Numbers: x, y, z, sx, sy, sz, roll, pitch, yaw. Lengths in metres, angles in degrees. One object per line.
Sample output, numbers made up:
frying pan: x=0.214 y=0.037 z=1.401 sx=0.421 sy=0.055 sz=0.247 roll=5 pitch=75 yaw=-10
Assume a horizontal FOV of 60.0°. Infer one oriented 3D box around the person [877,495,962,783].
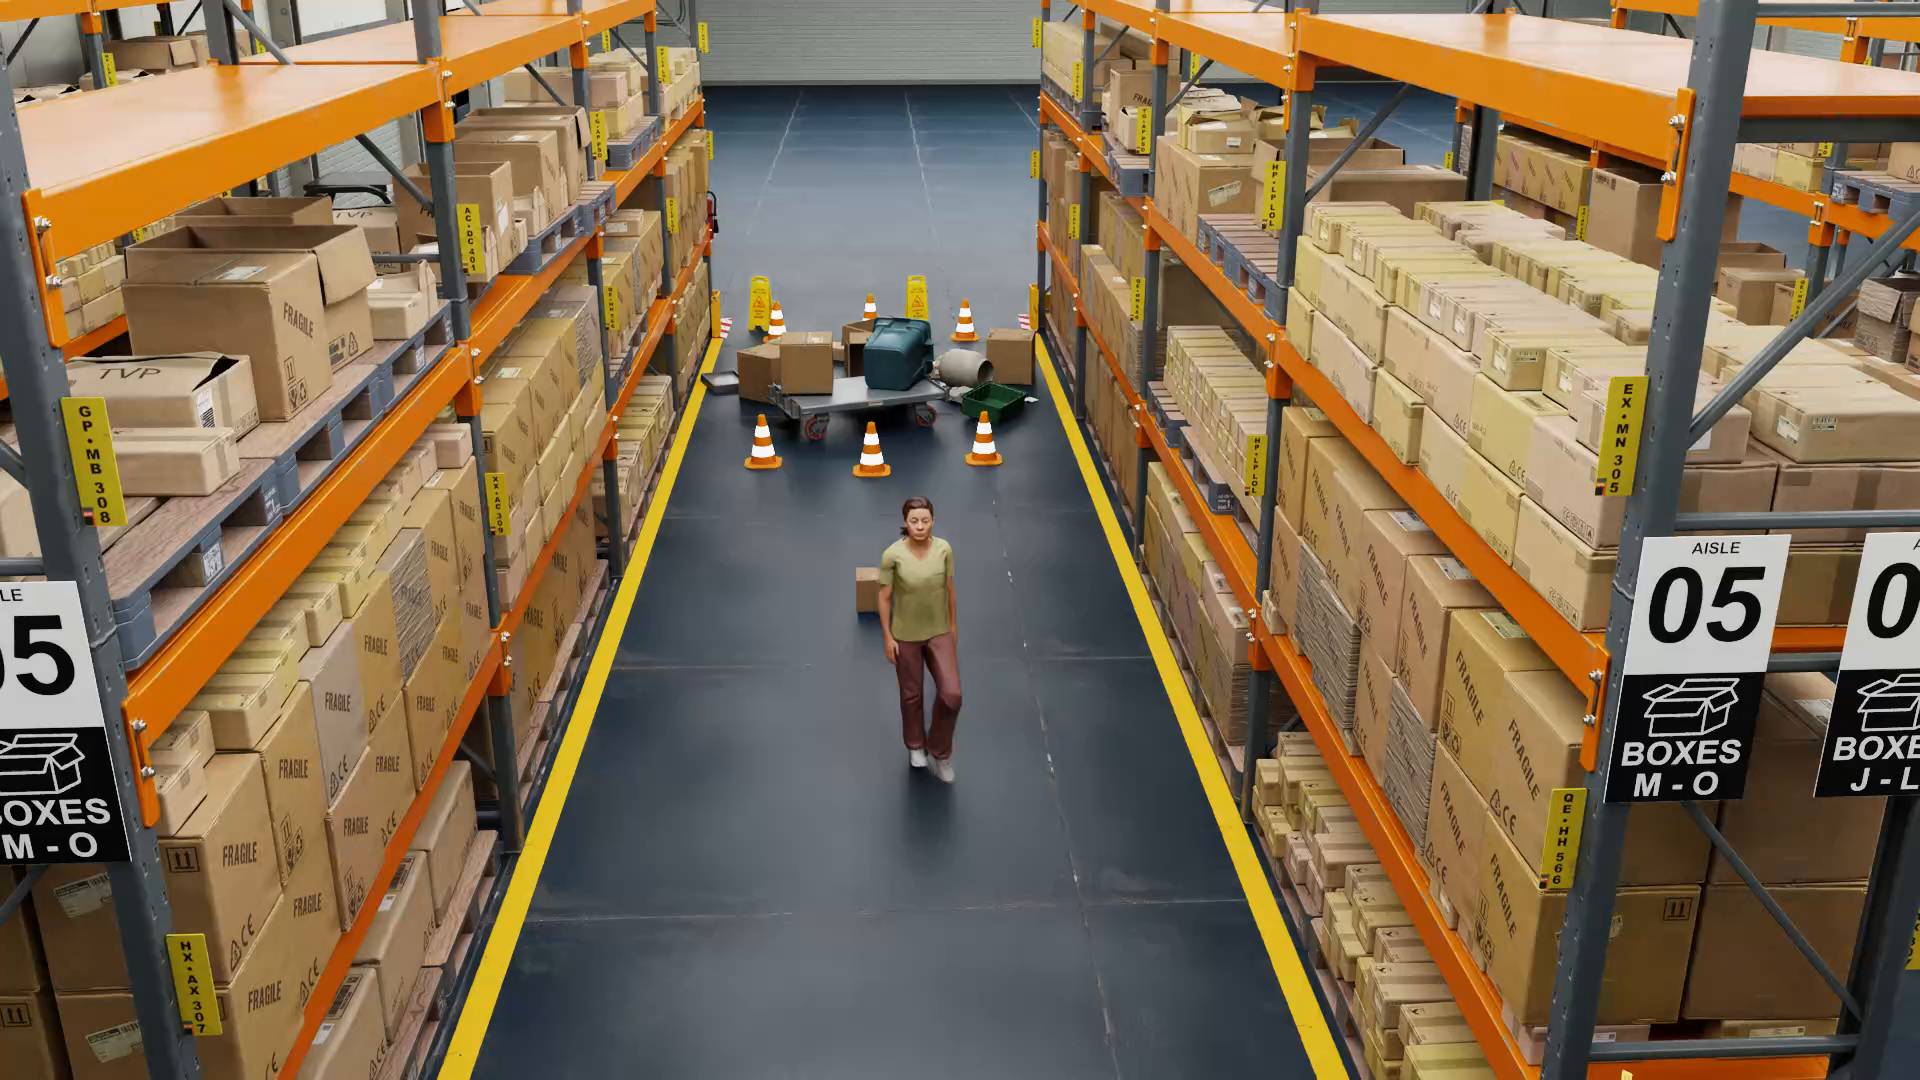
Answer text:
person: x=-0.223 y=0.582 z=9.524 sx=0.478 sy=1.717 sz=0.503 roll=-4 pitch=21 yaw=-11
